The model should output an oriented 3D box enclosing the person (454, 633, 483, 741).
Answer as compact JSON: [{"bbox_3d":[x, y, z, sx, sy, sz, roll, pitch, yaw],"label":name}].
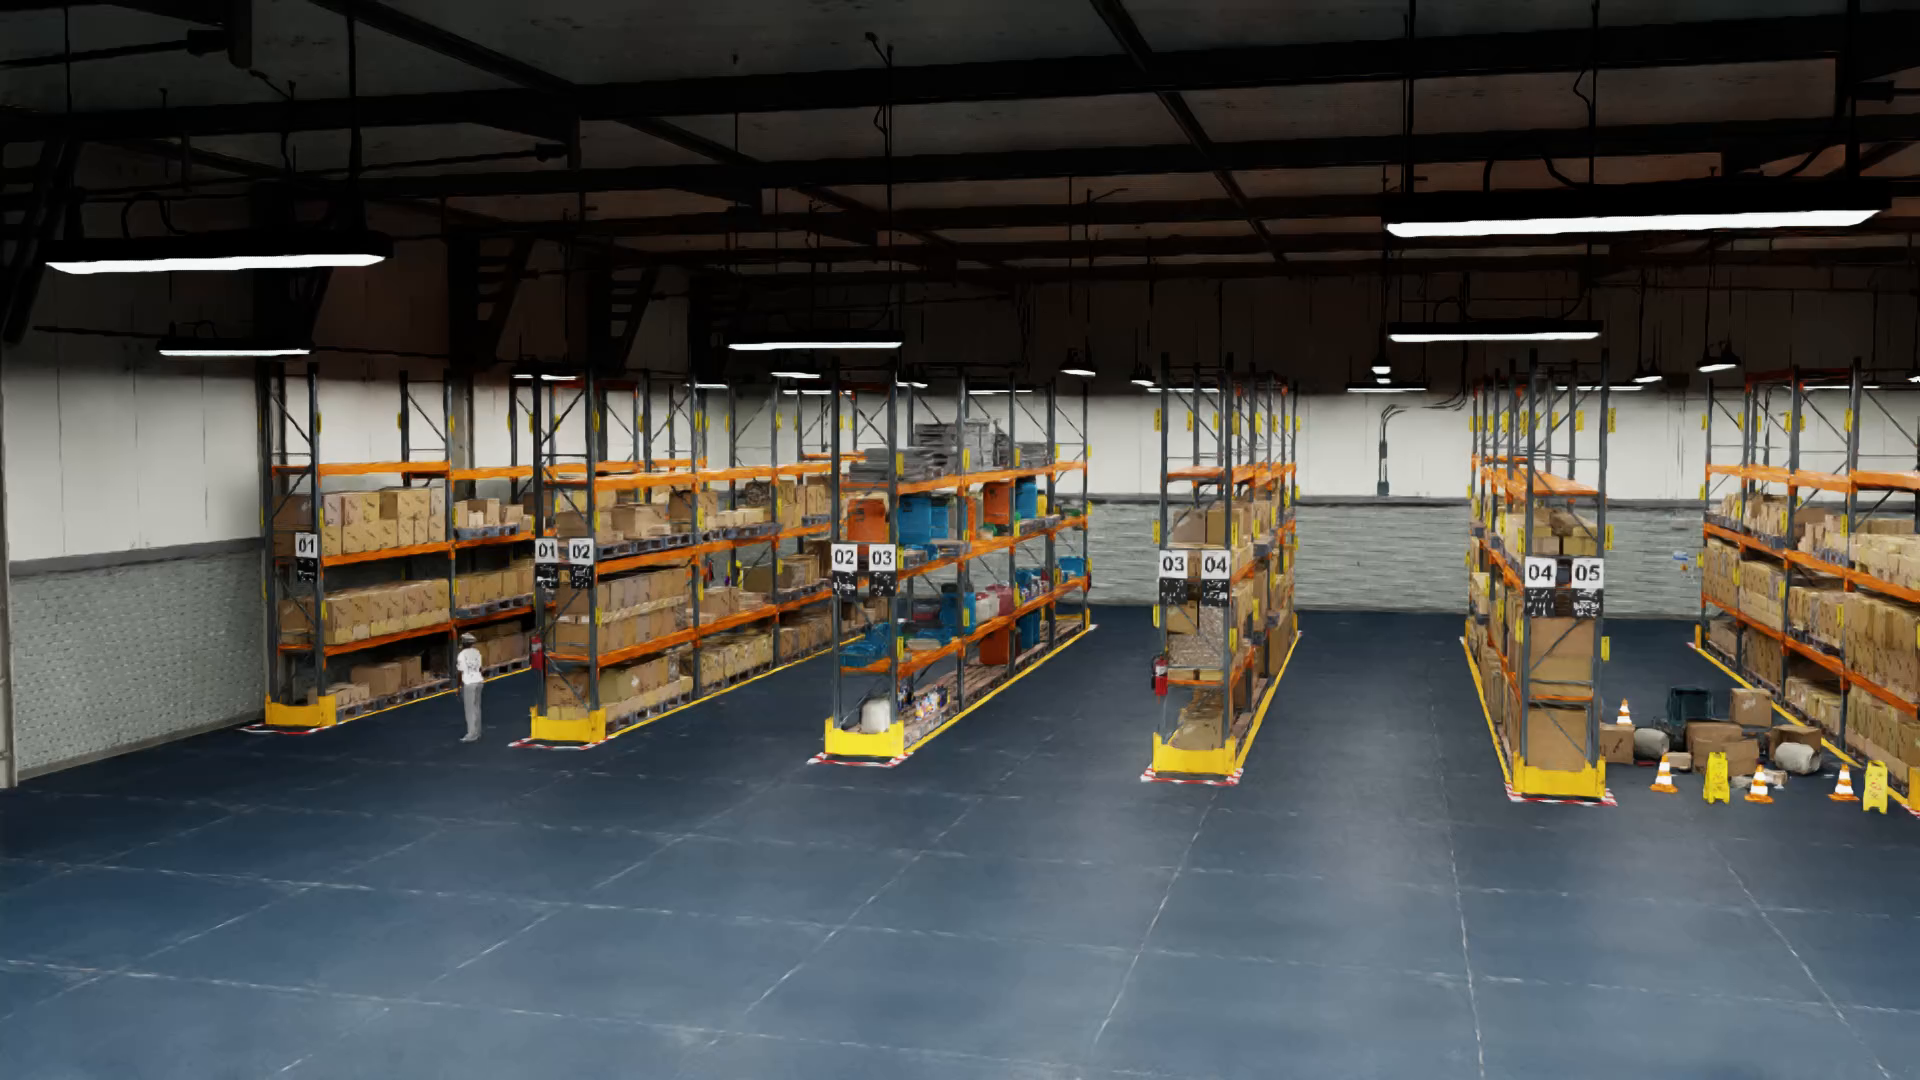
[{"bbox_3d":[-7.754,2.312,26.271,0.471,1.660,0.625,2,4,26],"label":"person"}]

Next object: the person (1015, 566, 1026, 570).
[{"bbox_3d":[1.473,1.427,39.083,0.505,1.640,0.913,2,5,31],"label":"person"}]

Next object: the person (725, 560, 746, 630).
[{"bbox_3d":[-5.343,1.338,40.039,0.719,1.714,0.578,1,4,12],"label":"person"}]
